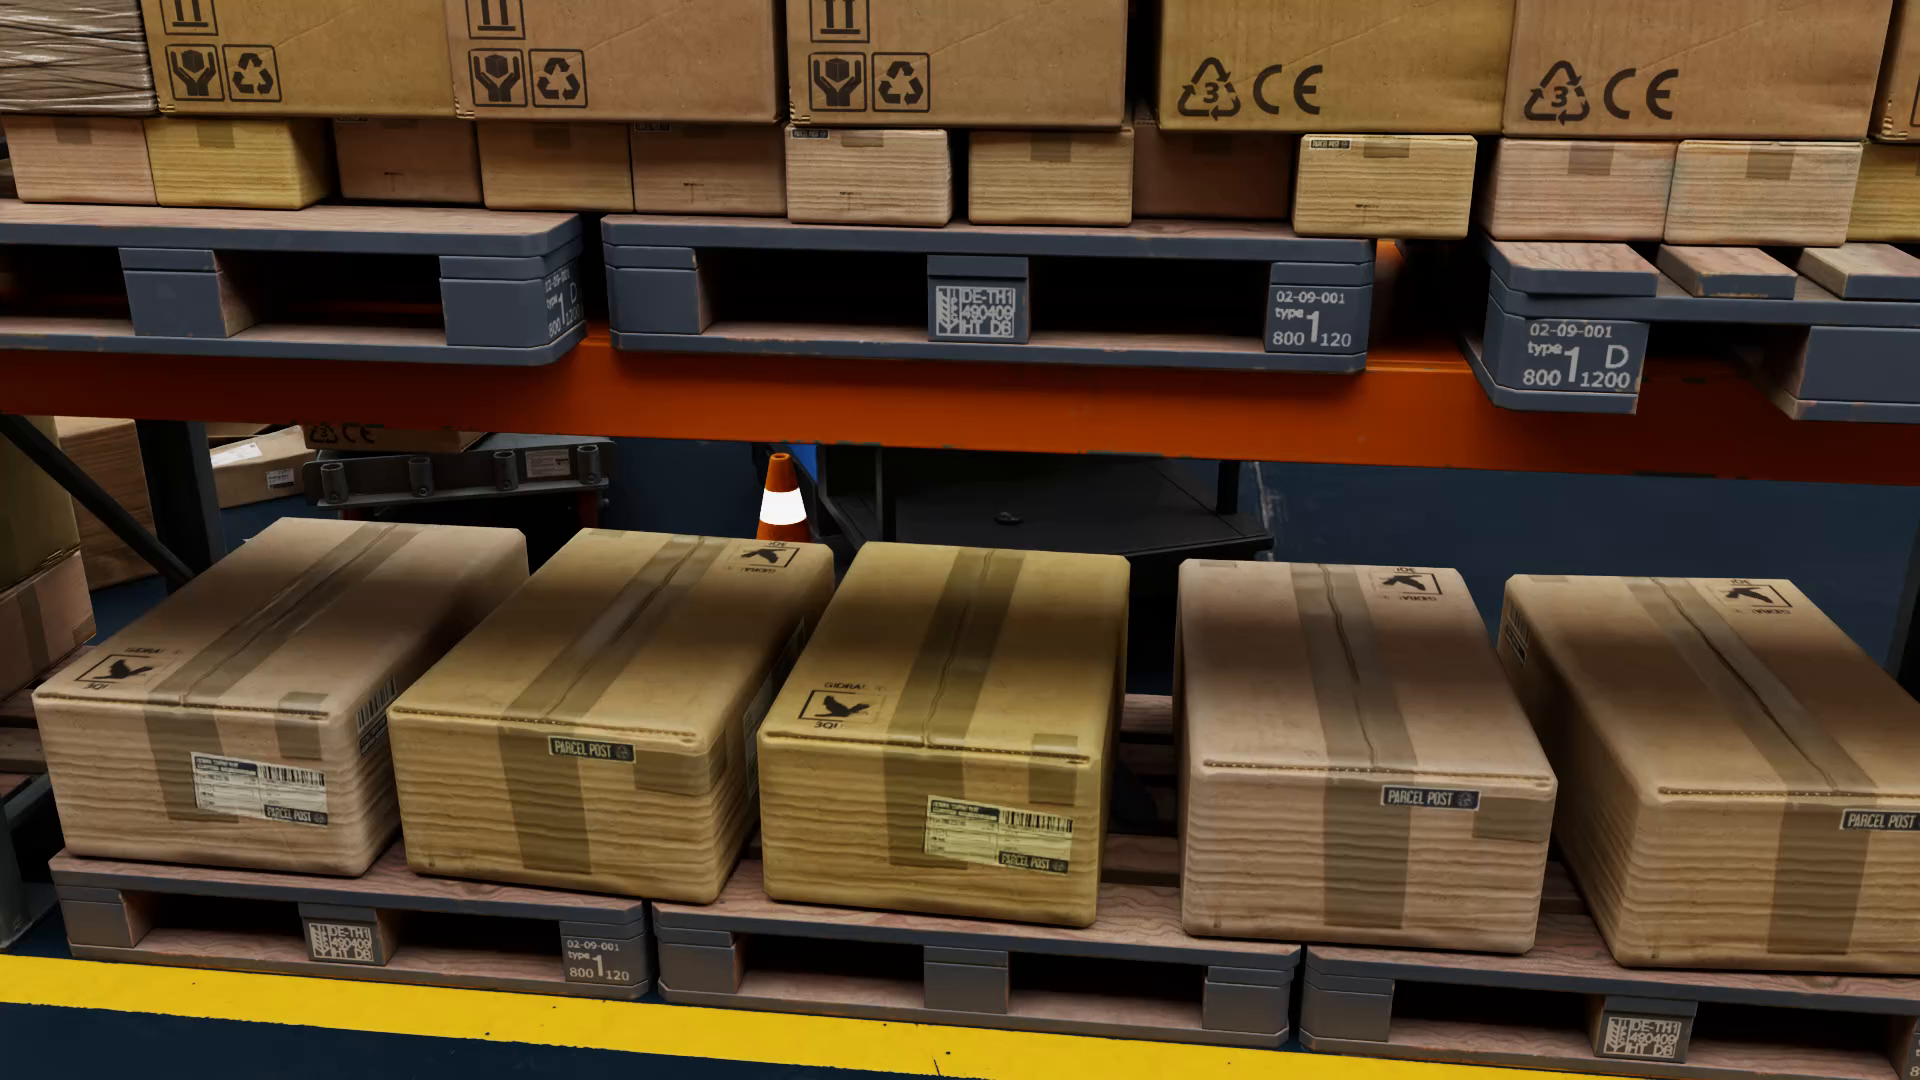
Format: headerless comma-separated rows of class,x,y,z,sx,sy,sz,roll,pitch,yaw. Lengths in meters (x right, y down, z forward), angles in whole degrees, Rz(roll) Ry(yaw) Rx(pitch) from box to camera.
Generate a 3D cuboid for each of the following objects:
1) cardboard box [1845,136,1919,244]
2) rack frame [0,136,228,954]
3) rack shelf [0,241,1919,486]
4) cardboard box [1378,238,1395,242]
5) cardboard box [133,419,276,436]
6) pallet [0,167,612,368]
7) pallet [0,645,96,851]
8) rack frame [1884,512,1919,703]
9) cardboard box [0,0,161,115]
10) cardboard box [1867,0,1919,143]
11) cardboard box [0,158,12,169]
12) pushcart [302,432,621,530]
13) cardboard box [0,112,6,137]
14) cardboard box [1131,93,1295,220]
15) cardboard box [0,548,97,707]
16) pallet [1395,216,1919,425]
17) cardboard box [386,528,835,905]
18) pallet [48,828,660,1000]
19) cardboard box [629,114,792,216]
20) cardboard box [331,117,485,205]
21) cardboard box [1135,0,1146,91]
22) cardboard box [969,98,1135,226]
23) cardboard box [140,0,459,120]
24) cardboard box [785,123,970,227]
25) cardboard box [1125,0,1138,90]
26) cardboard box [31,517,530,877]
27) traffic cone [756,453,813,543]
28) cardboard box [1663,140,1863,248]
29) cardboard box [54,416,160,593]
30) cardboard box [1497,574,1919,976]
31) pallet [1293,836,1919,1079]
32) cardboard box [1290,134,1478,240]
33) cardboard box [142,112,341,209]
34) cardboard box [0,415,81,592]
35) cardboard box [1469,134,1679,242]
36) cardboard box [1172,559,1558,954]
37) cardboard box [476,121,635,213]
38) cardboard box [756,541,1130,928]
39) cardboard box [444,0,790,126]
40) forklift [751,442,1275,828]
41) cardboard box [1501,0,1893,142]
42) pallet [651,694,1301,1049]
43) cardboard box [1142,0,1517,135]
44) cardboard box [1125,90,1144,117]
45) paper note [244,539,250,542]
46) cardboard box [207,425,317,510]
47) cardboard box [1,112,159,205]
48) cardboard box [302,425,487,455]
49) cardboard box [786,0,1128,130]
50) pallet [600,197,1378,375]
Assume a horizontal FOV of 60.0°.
cardboard box,1.427,-0.568,2.568,0.250,0.149,0.380,3,22,7
rack frame,-1.918,-0.750,3.256,0.127,3.000,1.000,2,22,6
rack shelf,0.069,-0.328,3.169,4.000,0.370,1.077,2,22,6
cardboard box,1.943,-1.596,7.887,0.750,0.750,1.050,2,22,6
cardboard box,-2.918,-0.636,6.179,0.503,0.637,0.797,2,22,6
pallet,-1.176,-0.574,3.073,1.213,0.211,1.003,2,22,6
pallet,-2.589,0.531,3.809,1.213,0.211,1.003,2,22,6
rack frame,2.055,-0.576,2.818,0.127,3.000,1.000,2,22,6
cardboard box,-1.486,-1.005,2.789,0.500,0.500,0.500,3,22,8
cardboard box,1.570,-0.875,2.461,0.500,0.500,0.500,2,22,5
cardboard box,-2.193,-0.763,3.633,0.250,0.149,0.380,2,22,6
pushcart,-1.699,-0.365,5.849,0.936,0.377,1.648,-5,22,-12
cardboard box,-2.322,-1.055,3.488,0.500,0.500,0.500,2,22,6
cardboard box,0.412,-0.640,2.750,0.250,0.149,0.380,3,22,7
cardboard box,-2.472,0.210,3.998,0.500,0.250,0.500,2,22,4
pallet,1.334,-0.479,2.833,1.003,0.211,1.213,2,22,6
cardboard box,-0.682,0.329,3.531,0.625,0.372,0.950,4,22,10
pallet,-1.144,0.580,3.685,1.213,0.211,1.003,2,22,6
cardboard box,-0.373,-0.653,2.781,0.250,0.149,0.380,3,22,7
cardboard box,-0.869,-0.690,2.877,0.250,0.149,0.380,4,22,10
cardboard box,0.589,-1.101,3.033,0.500,0.500,0.500,3,22,7
cardboard box,0.153,-0.621,2.702,0.250,0.149,0.380,2,22,5
cardboard box,-0.988,-0.983,2.735,0.500,0.500,0.500,3,22,6
cardboard box,-0.115,-0.622,2.704,0.250,0.149,0.380,3,22,8
cardboard box,0.093,-1.126,3.095,0.500,0.500,0.500,2,22,4
cardboard box,-1.396,0.299,3.607,0.625,0.372,0.950,3,22,7
traffic cone,-0.521,-0.027,4.879,0.334,0.463,0.336,2,22,6
cardboard box,1.171,-0.563,2.554,0.250,0.149,0.380,2,22,6
cardboard box,-2.822,-0.131,5.089,0.500,0.500,0.500,-19,28,-40
cardboard box,1.495,0.422,3.295,0.625,0.372,0.950,1,22,3
pallet,1.279,0.686,3.418,1.213,0.211,1.003,2,22,6
cardboard box,0.647,-0.584,2.606,0.250,0.149,0.380,3,22,7
cardboard box,-1.159,-0.675,2.837,0.250,0.149,0.380,3,22,7
cardboard box,-2.472,-0.139,3.860,0.500,0.500,0.500,4,22,9
cardboard box,0.922,-0.577,2.589,0.250,0.149,0.380,1,22,4
cardboard box,0.761,0.393,3.368,0.625,0.372,0.950,2,22,5
cardboard box,-0.618,-0.664,2.810,0.250,0.149,0.380,3,22,7
cardboard box,0.009,0.358,3.457,0.625,0.372,0.950,3,22,8
cardboard box,-0.499,-0.957,2.668,0.500,0.500,0.500,2,22,6
forklift,0.194,-1.144,4.346,1.130,2.935,3.031,-7,23,-17
cardboard box,1.056,-0.893,2.507,0.500,0.500,0.500,2,22,5
pallet,0.071,0.632,3.553,1.213,0.211,1.003,2,22,6
cardboard box,0.554,-0.915,2.561,0.500,0.500,0.500,1,22,3
cardboard box,0.406,-0.789,3.127,0.250,0.149,0.380,3,22,8
paper note,-2.243,-0.015,5.435,0.142,0.019,0.148,2,22,6
cardboard box,-2.474,-0.297,5.830,0.396,0.266,0.258,-14,25,-31
cardboard box,-1.406,-0.689,2.873,0.250,0.149,0.380,3,22,7
cardboard box,-1.738,-0.590,5.223,0.500,0.500,0.500,2,22,6
cardboard box,0.012,-0.939,2.622,0.500,0.500,0.500,2,22,4
pallet,0.084,-0.558,3.032,1.213,0.211,1.003,2,22,6
